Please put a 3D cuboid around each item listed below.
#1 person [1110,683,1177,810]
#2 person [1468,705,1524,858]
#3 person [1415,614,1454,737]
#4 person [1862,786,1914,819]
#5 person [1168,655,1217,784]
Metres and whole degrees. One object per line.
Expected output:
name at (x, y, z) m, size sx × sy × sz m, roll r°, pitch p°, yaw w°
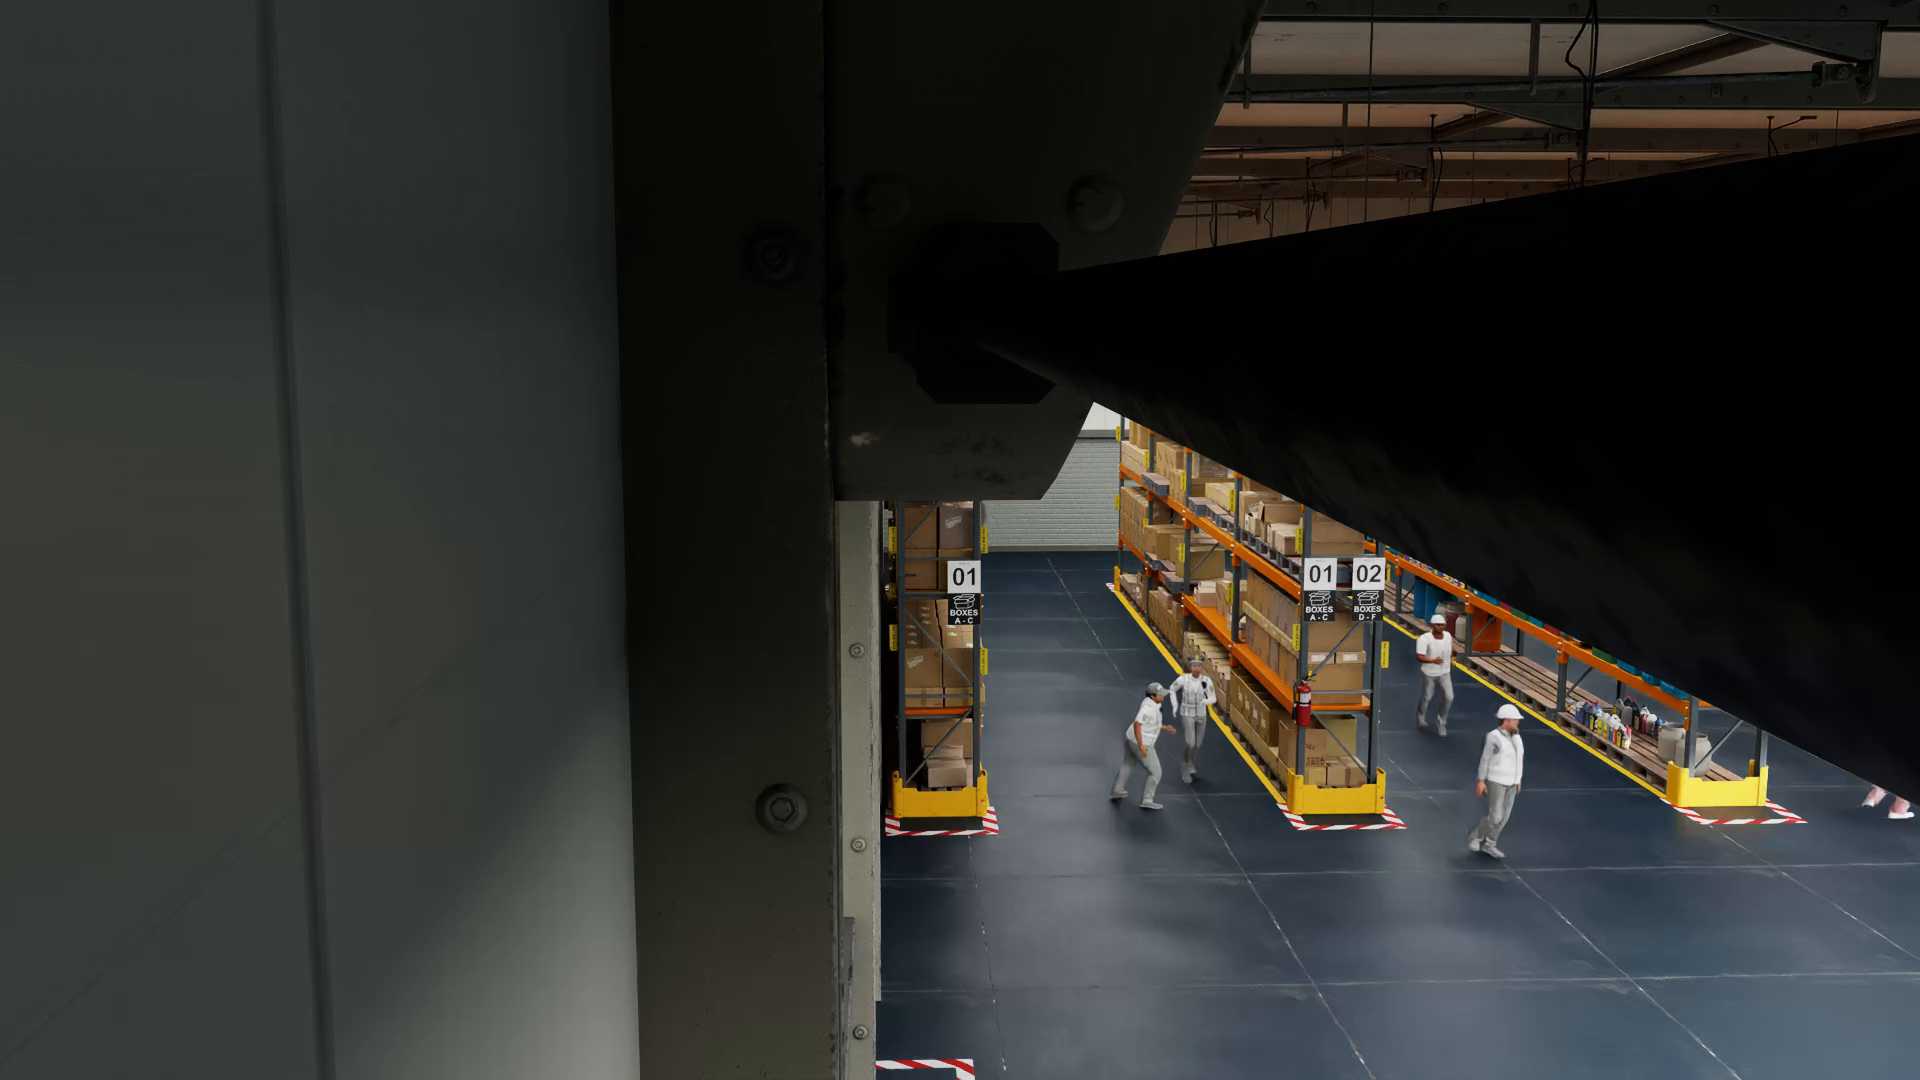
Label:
person at (2.319, 2.558, 20.920) m, size 0.819 × 1.597 × 0.683 m, roll 0°, pitch 8°, yaw 1°
person at (6.120, 2.752, 18.956) m, size 0.648 × 1.788 × 0.468 m, roll -6°, pitch 10°, yaw -35°
person at (6.967, 1.974, 24.321) m, size 0.684 × 1.812 × 0.823 m, roll -2°, pitch 8°, yaw -12°
person at (11.544, 2.637, 20.366) m, size 0.758 × 1.576 × 0.579 m, roll -1°, pitch 8°, yaw -7°
person at (3.088, 2.352, 21.942) m, size 0.560 × 1.718 × 0.693 m, roll -1°, pitch 8°, yaw -8°
